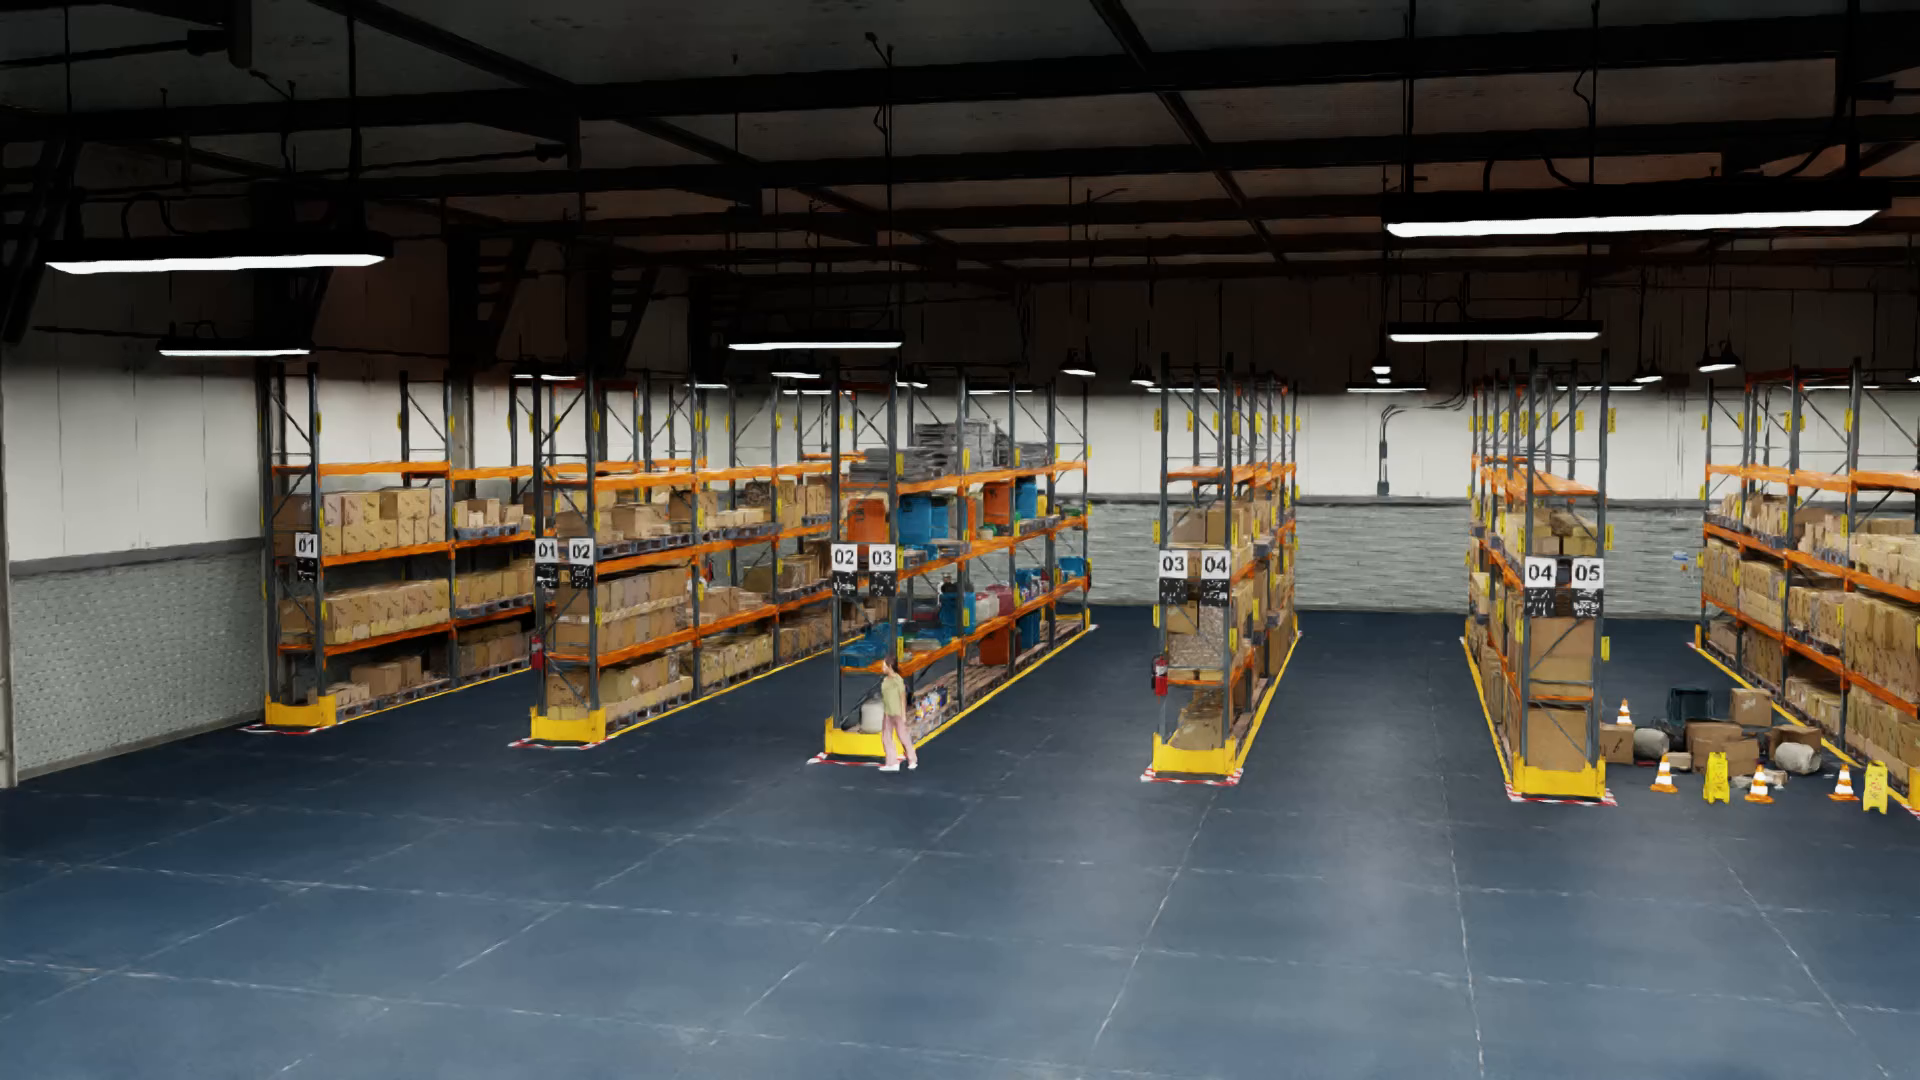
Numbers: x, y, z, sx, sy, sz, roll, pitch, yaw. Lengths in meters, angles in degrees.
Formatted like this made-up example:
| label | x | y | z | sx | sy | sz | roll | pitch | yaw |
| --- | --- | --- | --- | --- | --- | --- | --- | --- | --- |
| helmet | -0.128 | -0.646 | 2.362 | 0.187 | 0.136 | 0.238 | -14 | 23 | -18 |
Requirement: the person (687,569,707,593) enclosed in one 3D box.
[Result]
| label | x | y | z | sx | sy | sz | roll | pitch | yaw |
| --- | --- | --- | --- | --- | --- | --- | --- | --- | --- |
| person | -6.243 | 1.419 | 39.485 | 0.497 | 1.580 | 1.072 | 1 | 4 | 12 |

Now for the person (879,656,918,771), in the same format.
| label | x | y | z | sx | sy | sz | roll | pitch | yaw |
| --- | --- | --- | --- | --- | --- | --- | --- | --- | --- |
| person | -0.888 | 2.494 | 23.964 | 0.568 | 1.661 | 0.498 | -3 | 5 | -37 |

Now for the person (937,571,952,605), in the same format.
| label | x | y | z | sx | sy | sz | roll | pitch | yaw |
| --- | --- | --- | --- | --- | --- | --- | --- | --- | --- |
| person | -0.279 | 1.524 | 37.301 | 0.540 | 1.676 | 1.130 | 1 | 4 | 12 |
